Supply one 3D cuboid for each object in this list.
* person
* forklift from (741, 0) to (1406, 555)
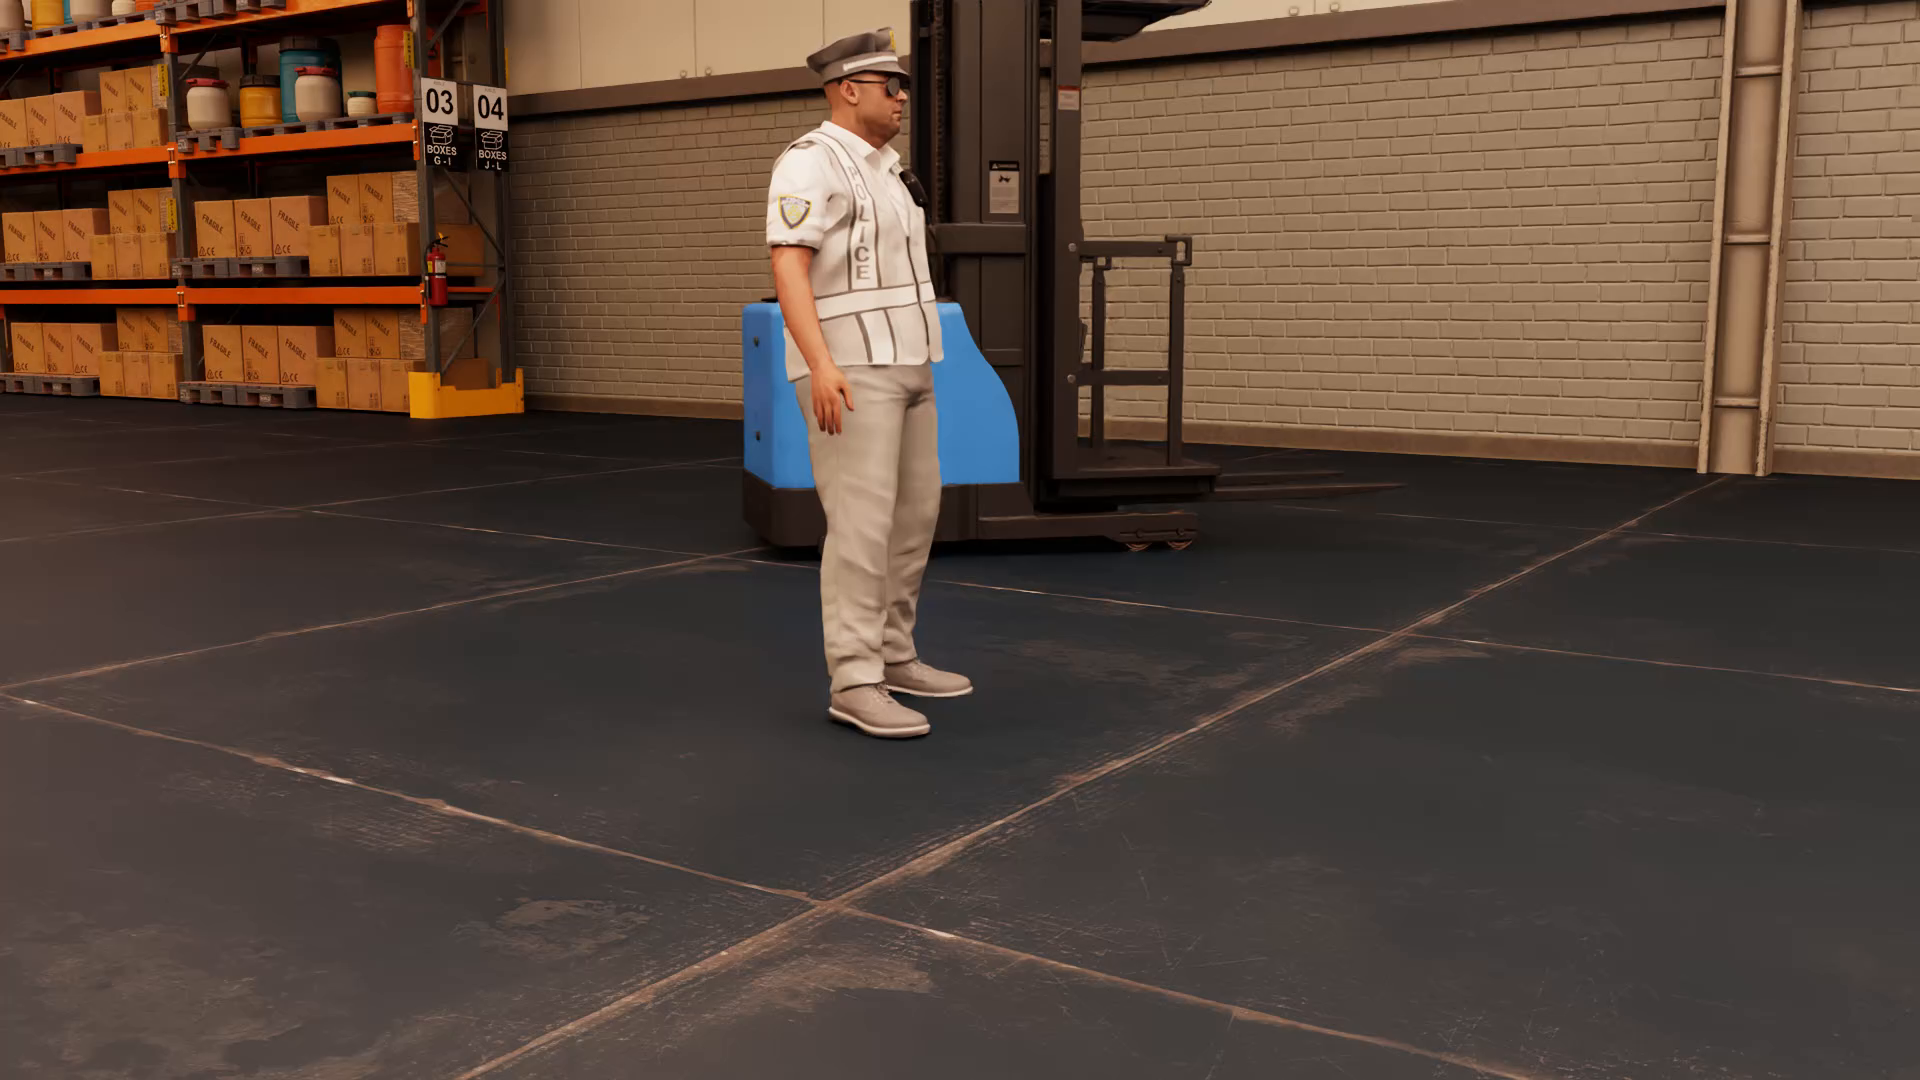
[{"bbox_3d":[-0.197,-0.431,4.363,0.515,1.786,0.673,4,9,25],"label":"person"},{"bbox_3d":[0.556,-1.476,7.573,3.031,2.935,1.130,-2,8,-15],"label":"forklift"}]
